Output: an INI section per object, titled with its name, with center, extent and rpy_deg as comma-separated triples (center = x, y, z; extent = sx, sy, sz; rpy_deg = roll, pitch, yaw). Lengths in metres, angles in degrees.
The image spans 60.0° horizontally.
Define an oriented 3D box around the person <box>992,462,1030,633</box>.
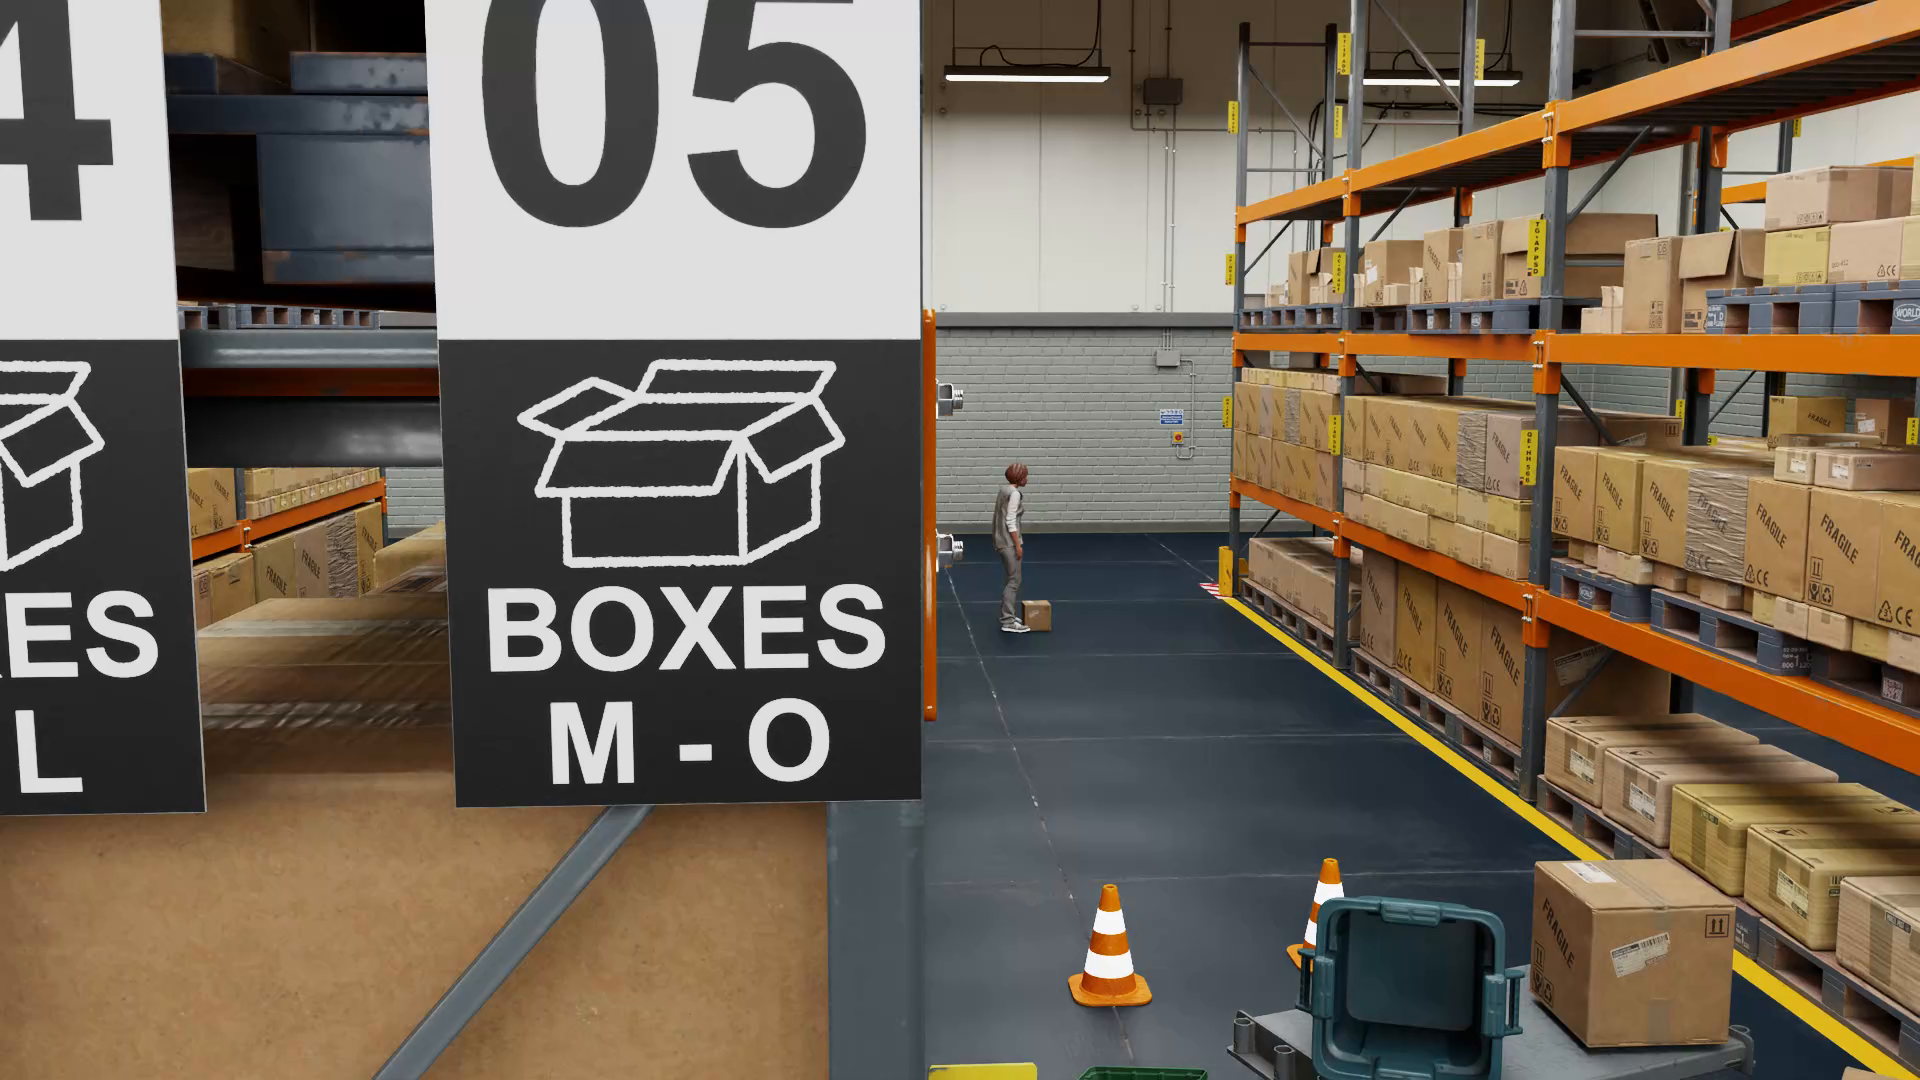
[person]
center = 0.500, 0.059, 15.818
extent = 0.370, 1.594, 0.484
rpy_deg = -1, 7, -7
